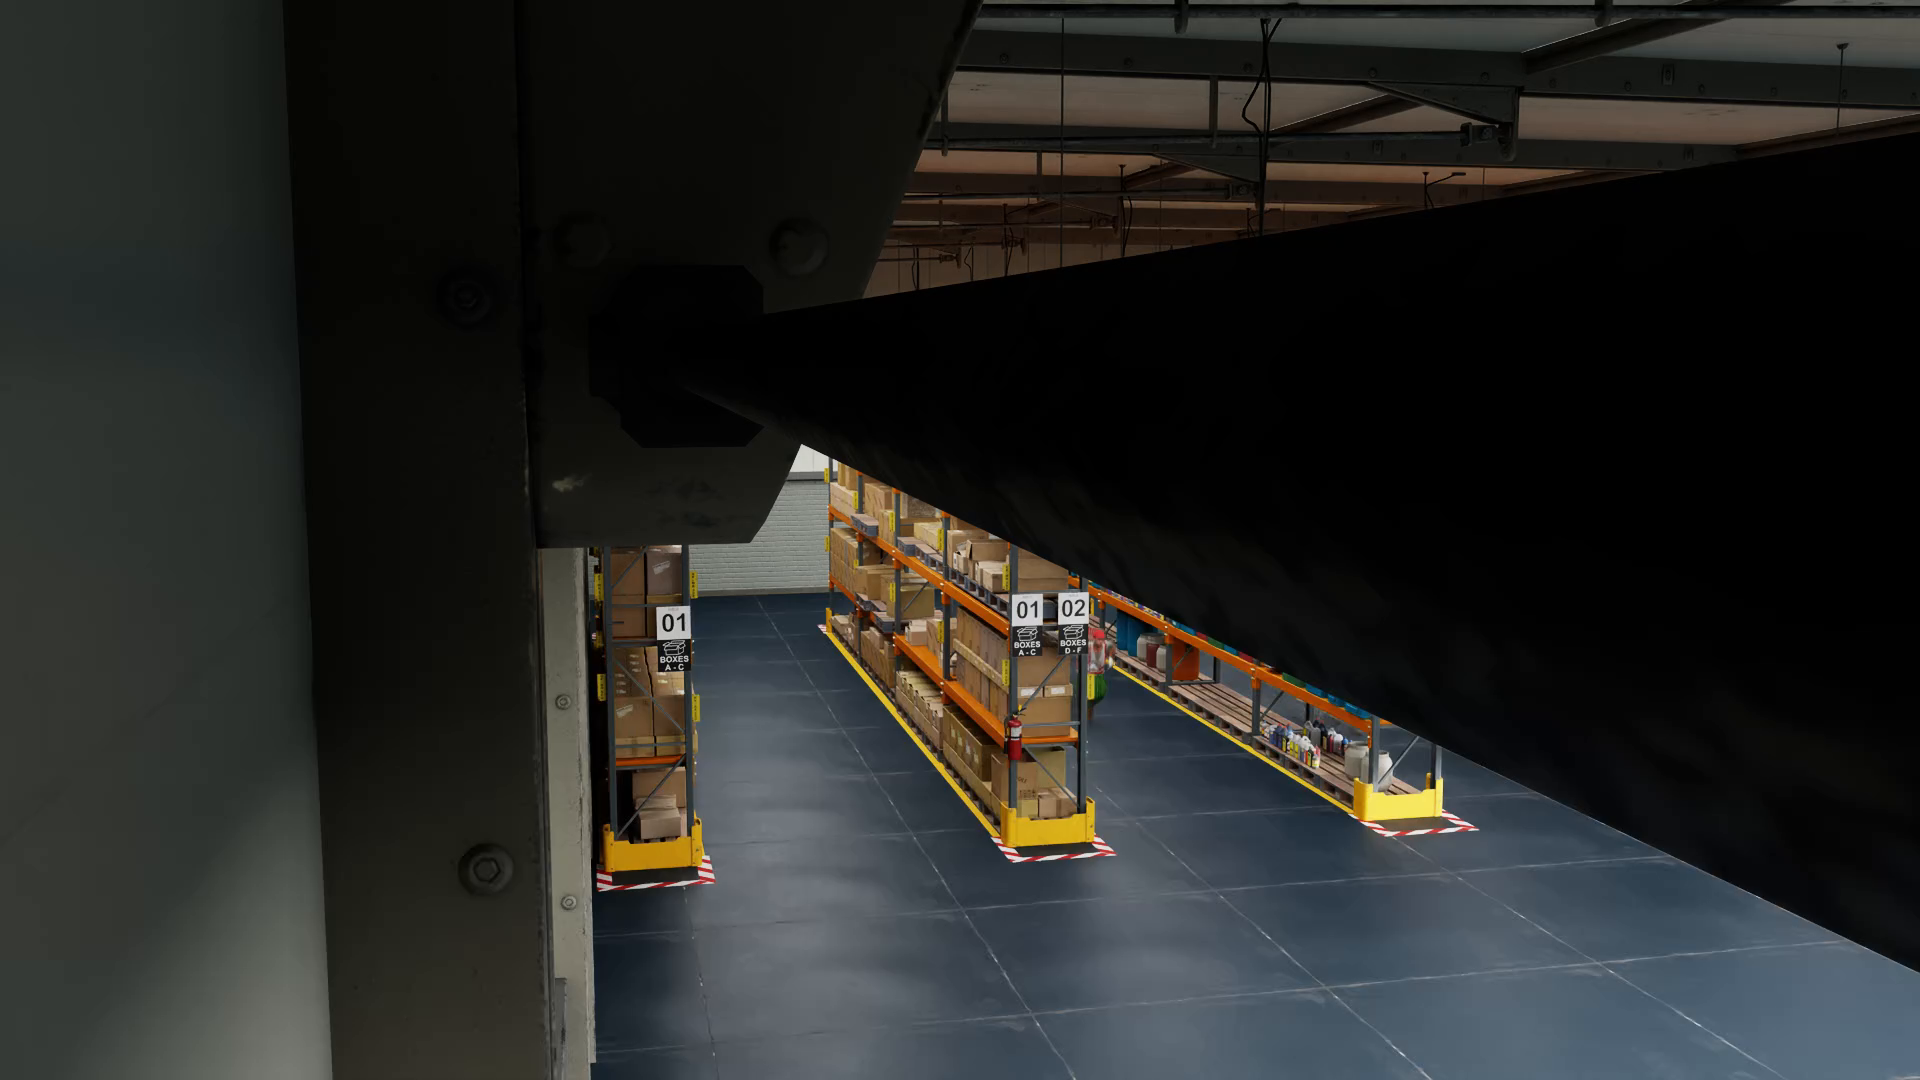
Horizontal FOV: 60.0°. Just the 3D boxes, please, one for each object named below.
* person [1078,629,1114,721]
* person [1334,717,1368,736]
[{"bbox_3d":[2.272,2.250,27.587,0.700,1.627,0.877,-2,7,-16],"label":"person"},{"bbox_3d":[6.437,2.302,27.094,0.675,1.625,1.099,-2,7,-14],"label":"person"}]
